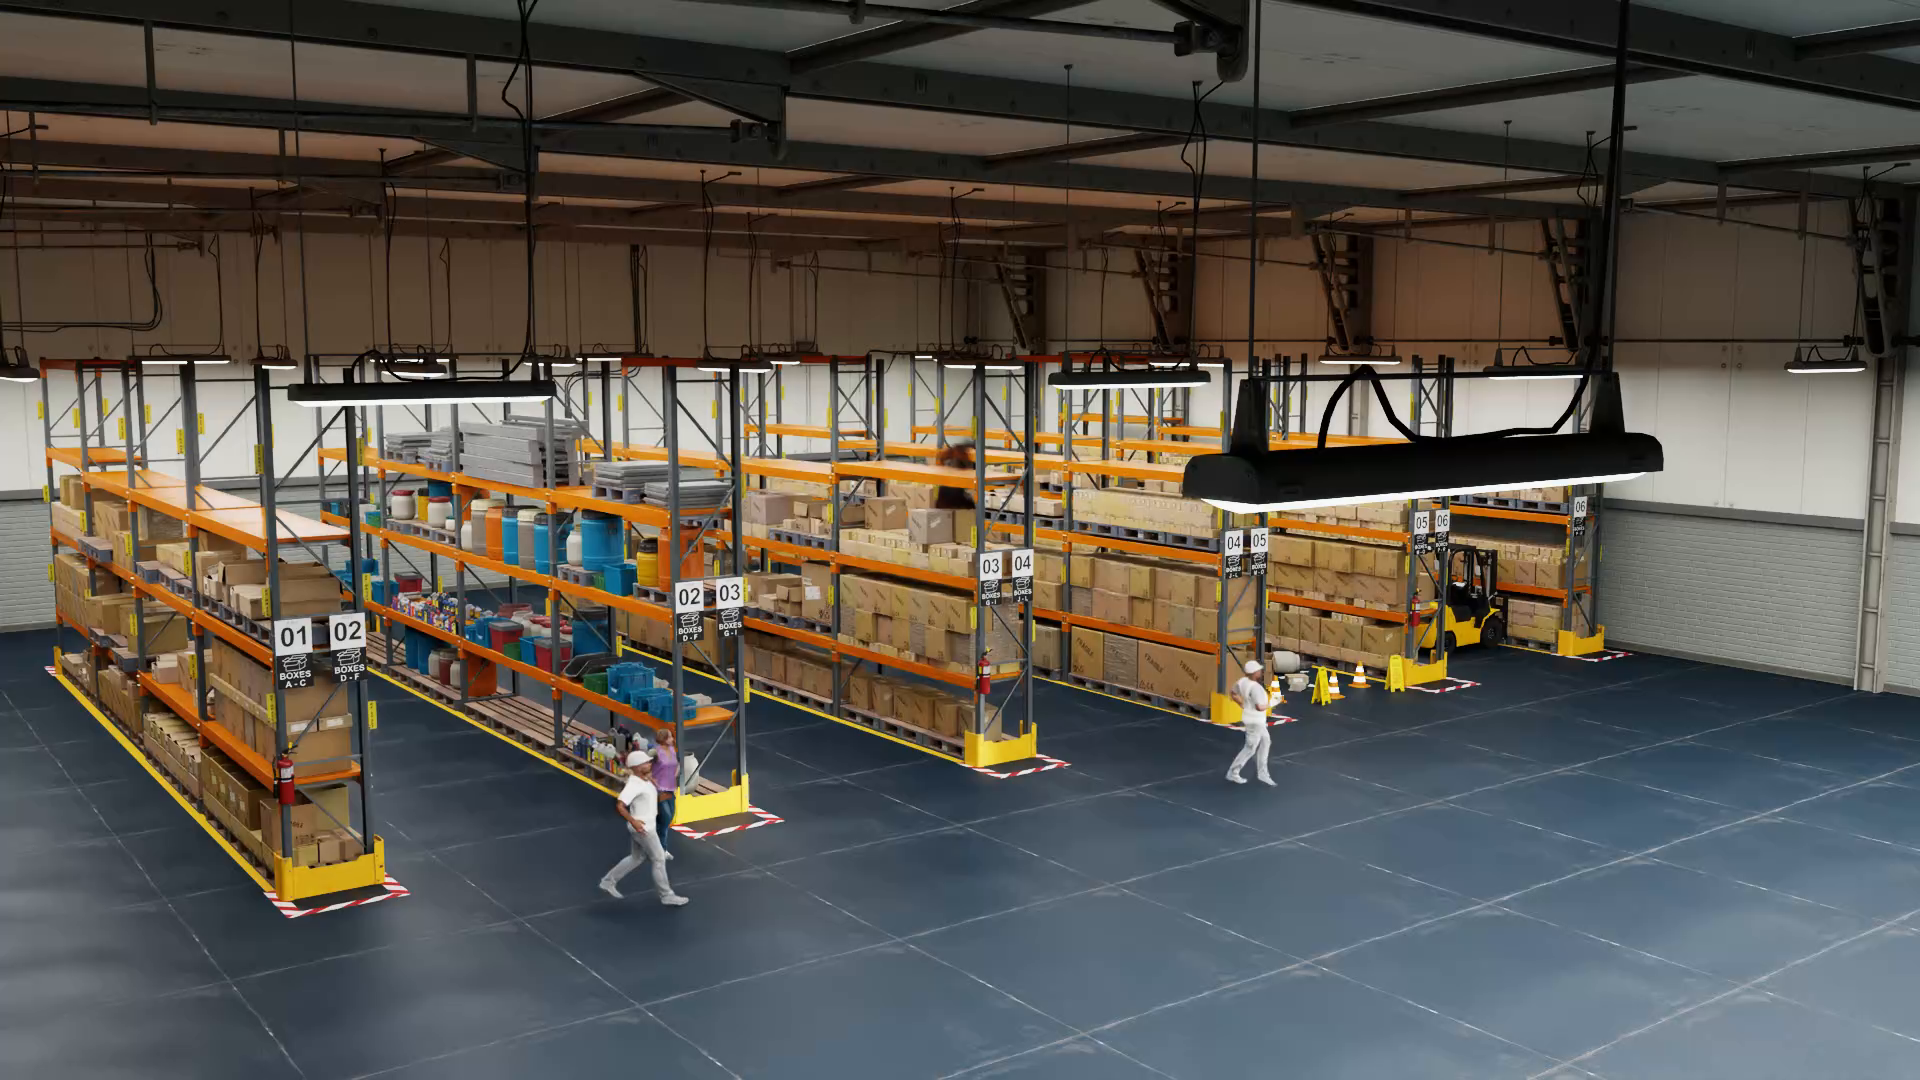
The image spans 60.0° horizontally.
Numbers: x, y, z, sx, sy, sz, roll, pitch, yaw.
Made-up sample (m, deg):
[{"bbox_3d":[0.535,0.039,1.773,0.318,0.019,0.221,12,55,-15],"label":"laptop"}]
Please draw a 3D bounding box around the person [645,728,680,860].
[{"bbox_3d":[-3.705,3.109,20.658,0.772,1.569,0.566,5,8,35],"label":"person"}]

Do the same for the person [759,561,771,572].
[{"bbox_3d":[-4.059,1.280,34.607,1.047,1.768,0.708,6,9,43],"label":"person"}]

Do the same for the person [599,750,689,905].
[{"bbox_3d":[-3.545,3.207,18.548,0.990,1.752,0.701,-1,7,-12],"label":"person"}]

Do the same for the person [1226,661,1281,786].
[{"bbox_3d":[4.150,2.615,23.548,0.755,1.836,0.661,0,7,1],"label":"person"}]
